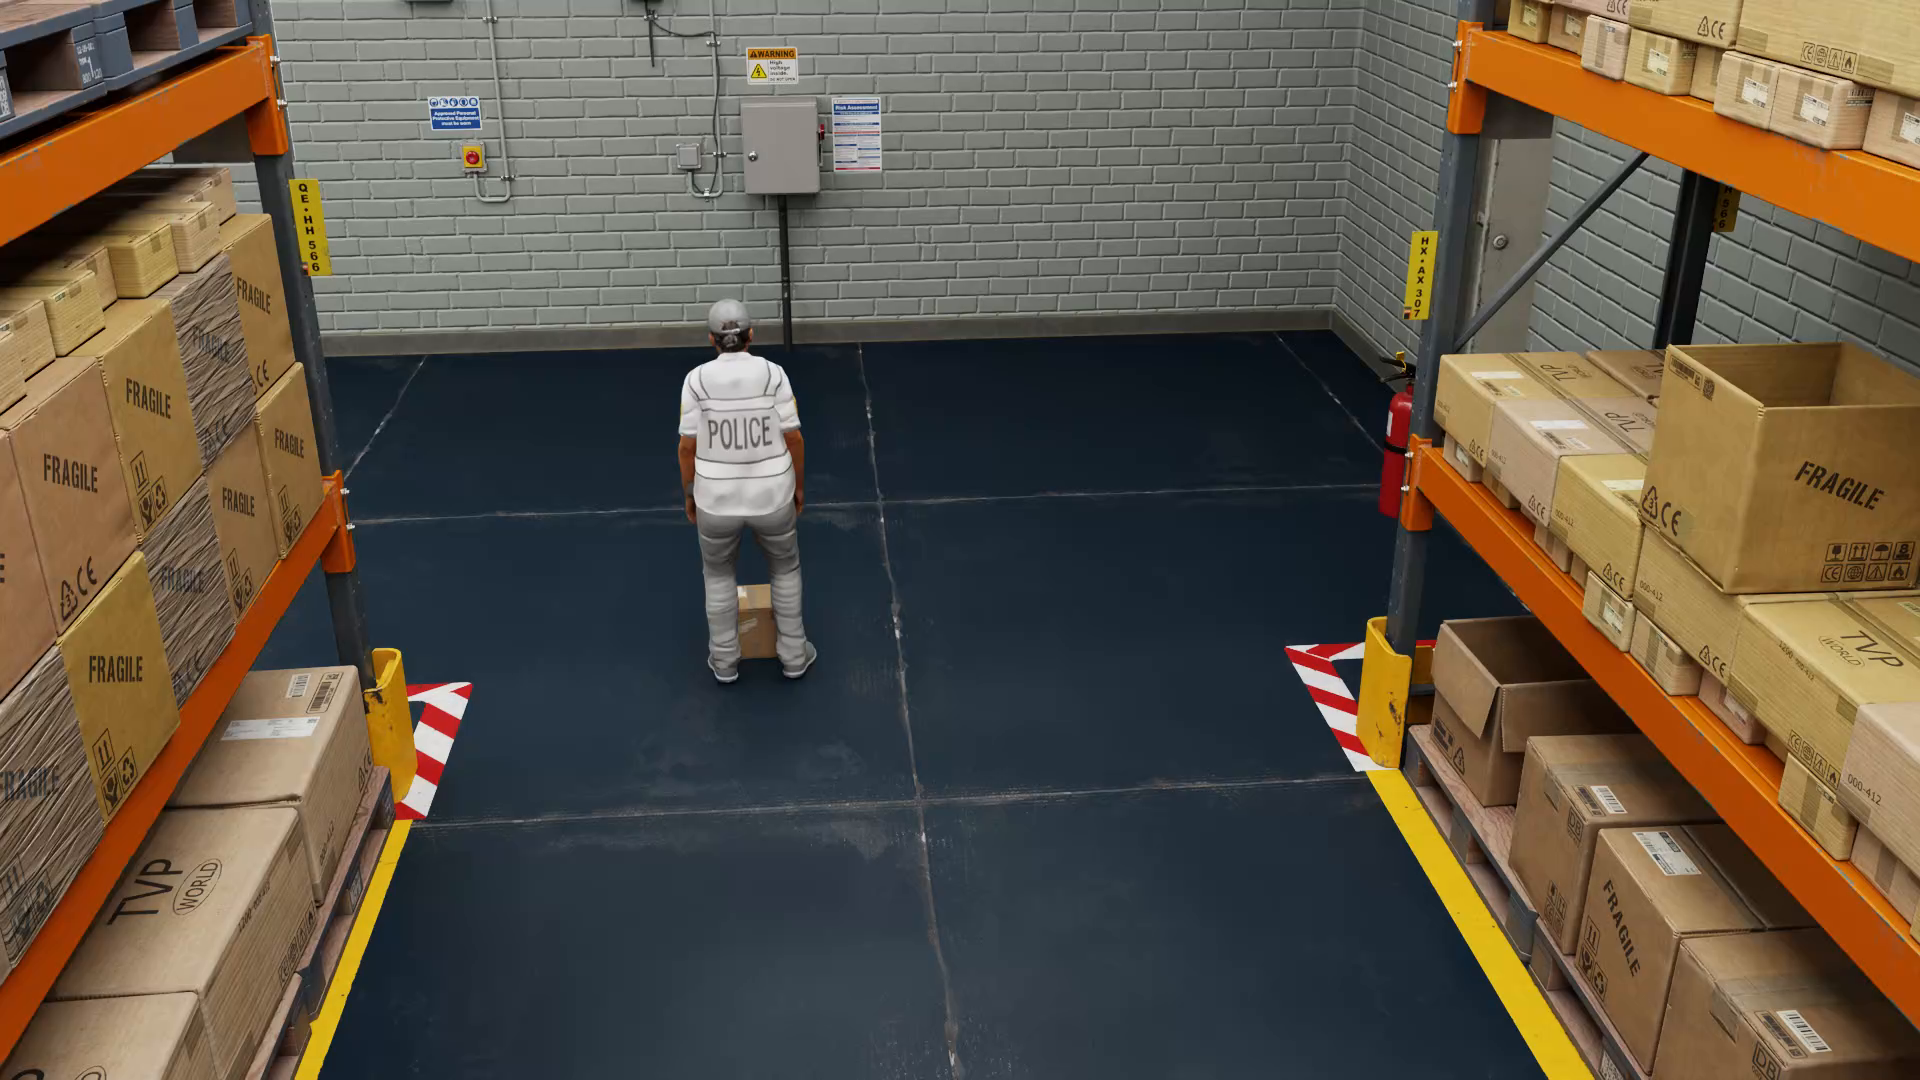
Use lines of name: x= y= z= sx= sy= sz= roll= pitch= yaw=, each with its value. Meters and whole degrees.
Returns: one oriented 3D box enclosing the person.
person: x=-0.901 y=-0.190 z=7.024 sx=0.543 sy=1.665 sz=0.466 roll=-3 pitch=24 yaw=-7
